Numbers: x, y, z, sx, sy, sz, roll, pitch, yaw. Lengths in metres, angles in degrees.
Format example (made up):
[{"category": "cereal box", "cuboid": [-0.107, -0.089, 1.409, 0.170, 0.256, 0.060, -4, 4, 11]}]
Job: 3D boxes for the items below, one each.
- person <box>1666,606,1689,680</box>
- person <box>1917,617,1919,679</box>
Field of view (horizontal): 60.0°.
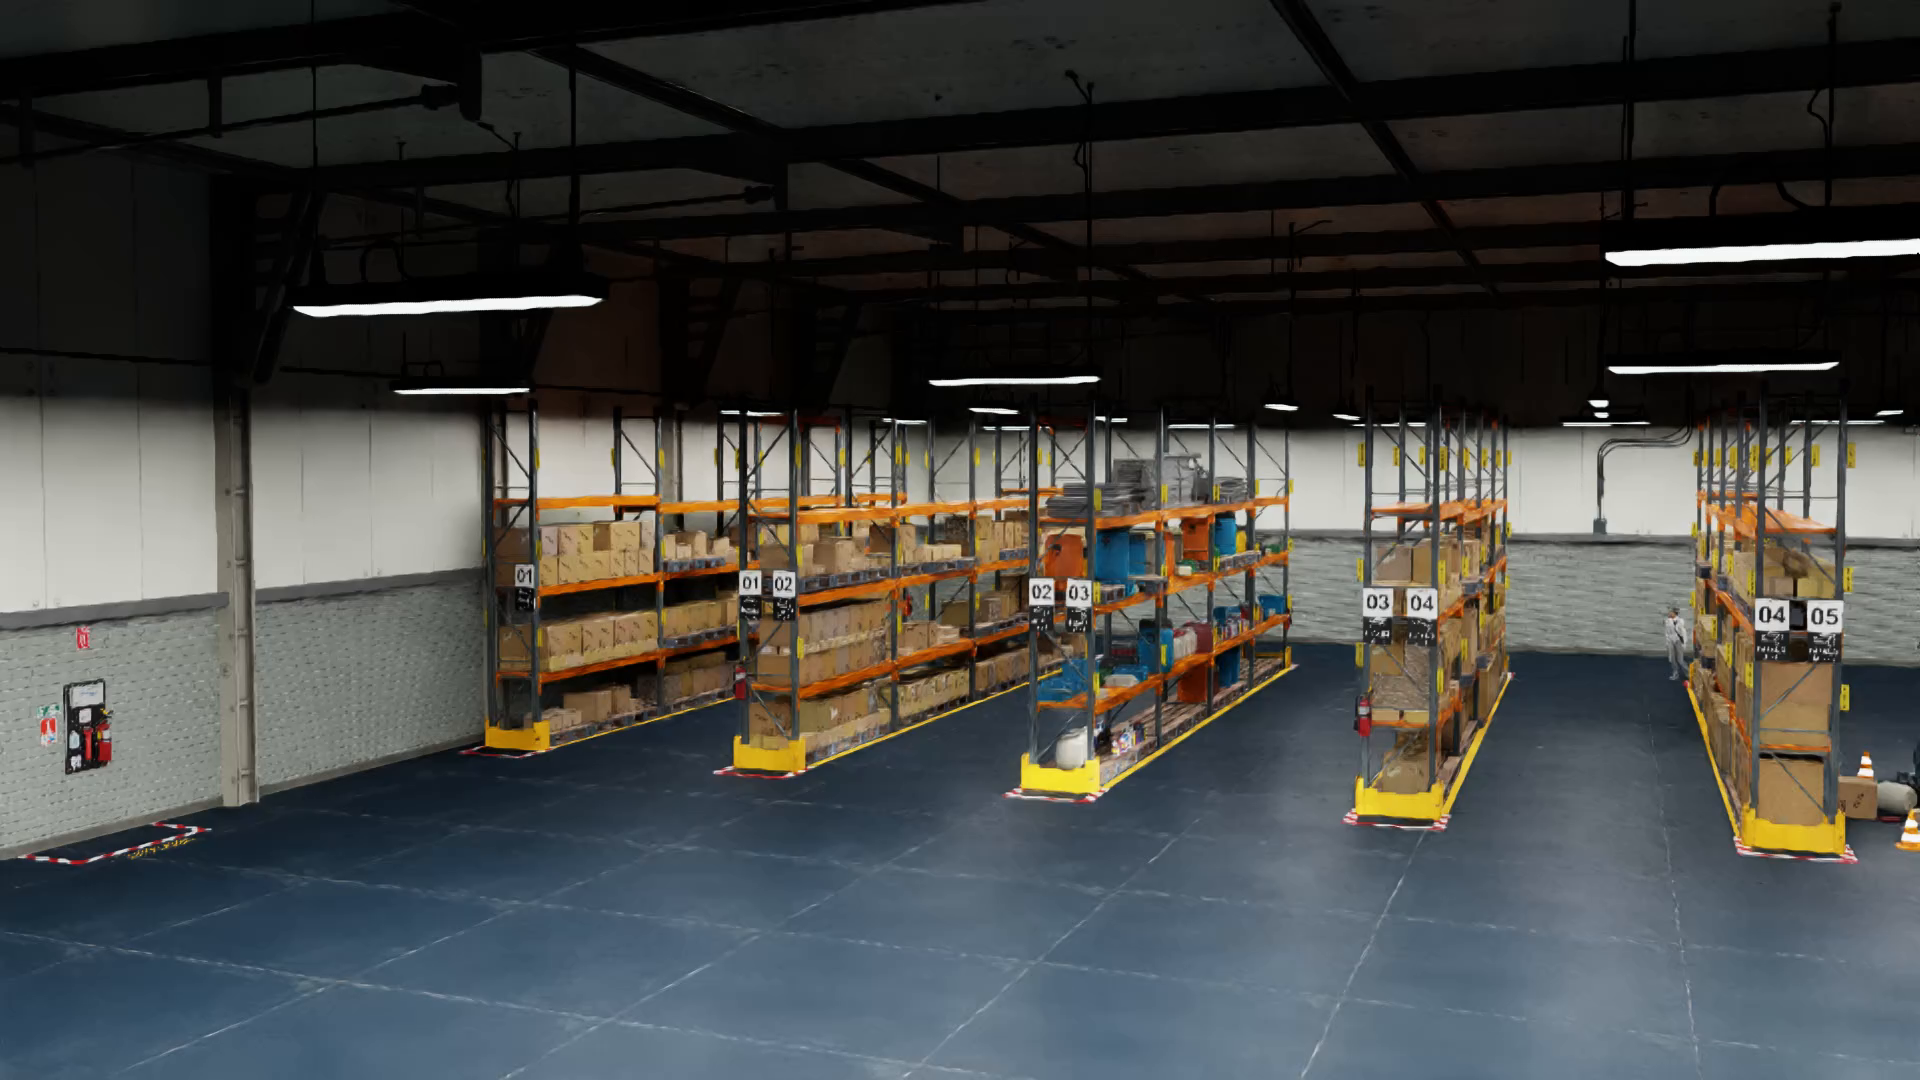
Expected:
[{"category": "person", "cuboid": [16.254, 2.319, 37.640, 0.535, 1.664, 0.530, -2, 3, -32]}, {"category": "person", "cuboid": [22.038, 2.371, 37.695, 0.635, 1.561, 0.608, -2, 3, -32]}]
